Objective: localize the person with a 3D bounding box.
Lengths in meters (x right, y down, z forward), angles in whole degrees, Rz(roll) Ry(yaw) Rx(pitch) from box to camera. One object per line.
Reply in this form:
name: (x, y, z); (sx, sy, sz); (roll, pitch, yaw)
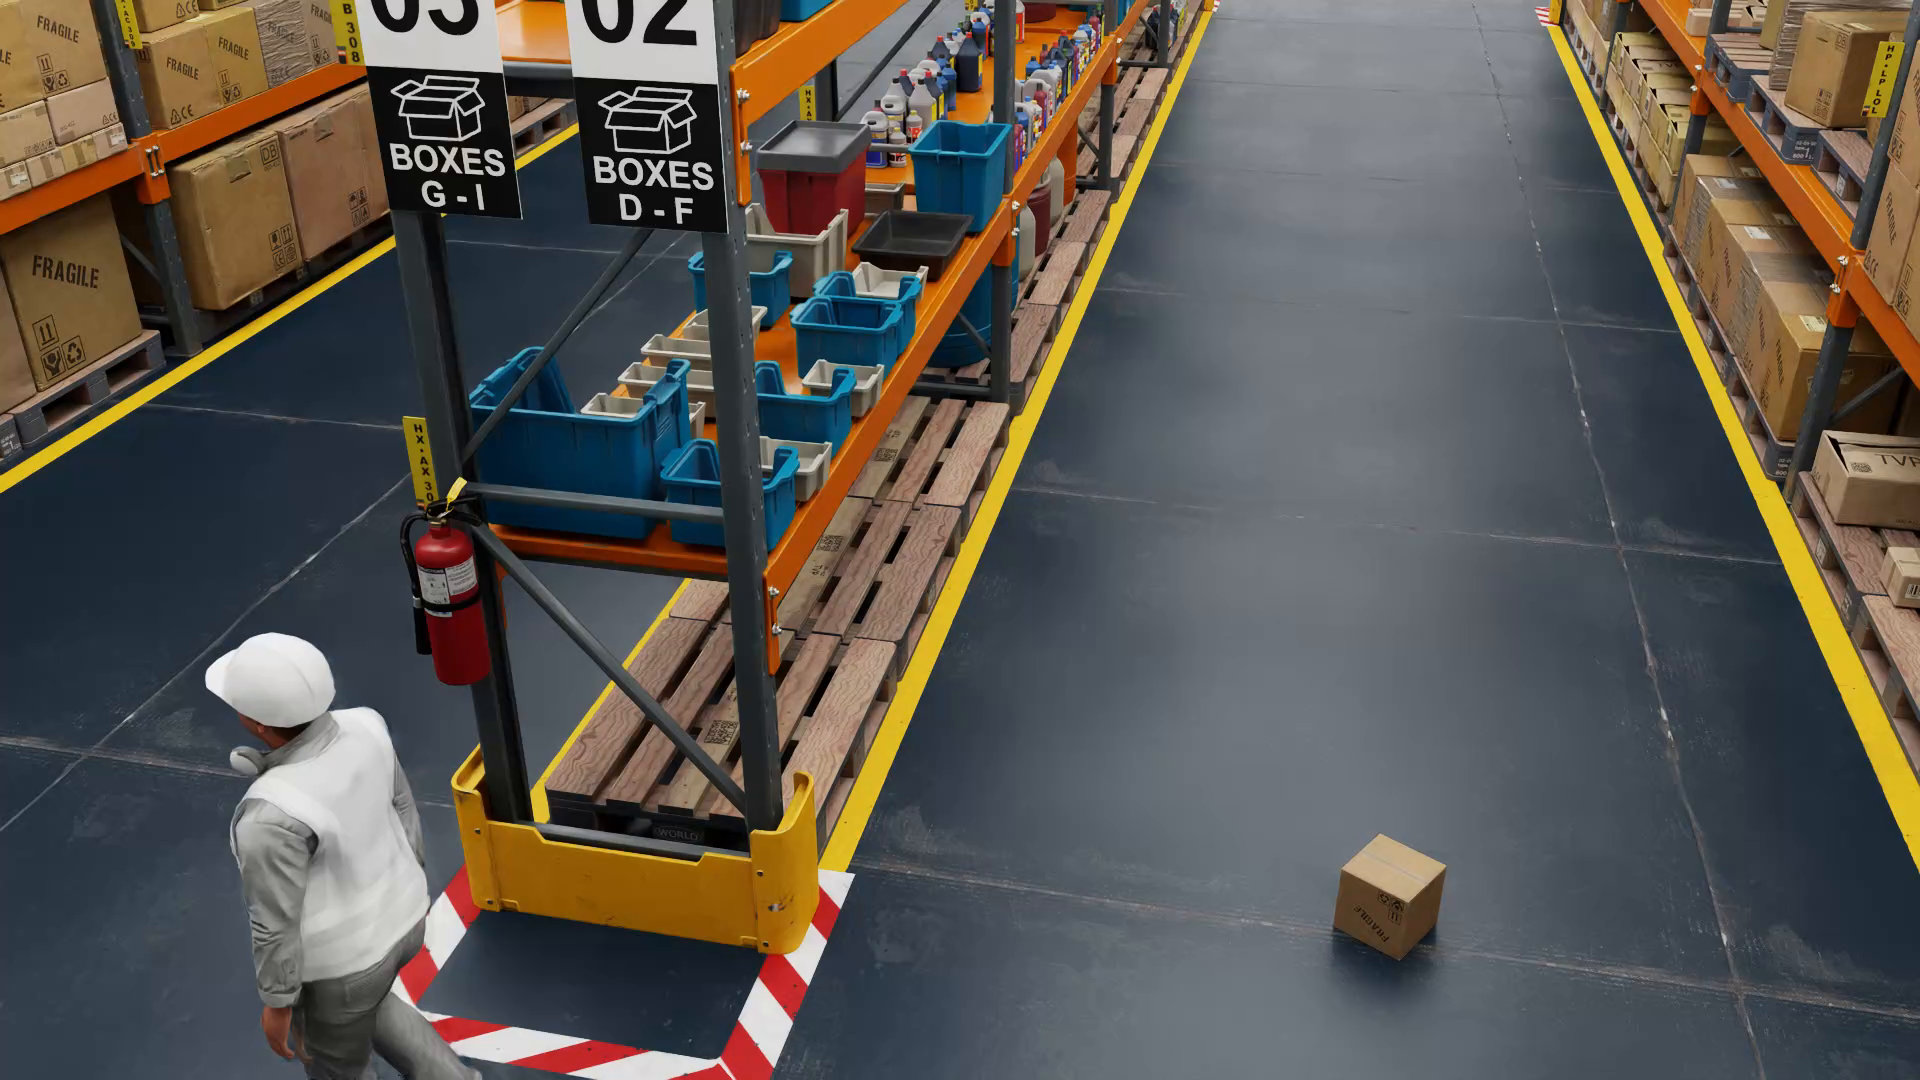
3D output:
person: (-1.517, 1.000, 4.225); (0.509, 1.761, 0.595); (7, 29, 13)
